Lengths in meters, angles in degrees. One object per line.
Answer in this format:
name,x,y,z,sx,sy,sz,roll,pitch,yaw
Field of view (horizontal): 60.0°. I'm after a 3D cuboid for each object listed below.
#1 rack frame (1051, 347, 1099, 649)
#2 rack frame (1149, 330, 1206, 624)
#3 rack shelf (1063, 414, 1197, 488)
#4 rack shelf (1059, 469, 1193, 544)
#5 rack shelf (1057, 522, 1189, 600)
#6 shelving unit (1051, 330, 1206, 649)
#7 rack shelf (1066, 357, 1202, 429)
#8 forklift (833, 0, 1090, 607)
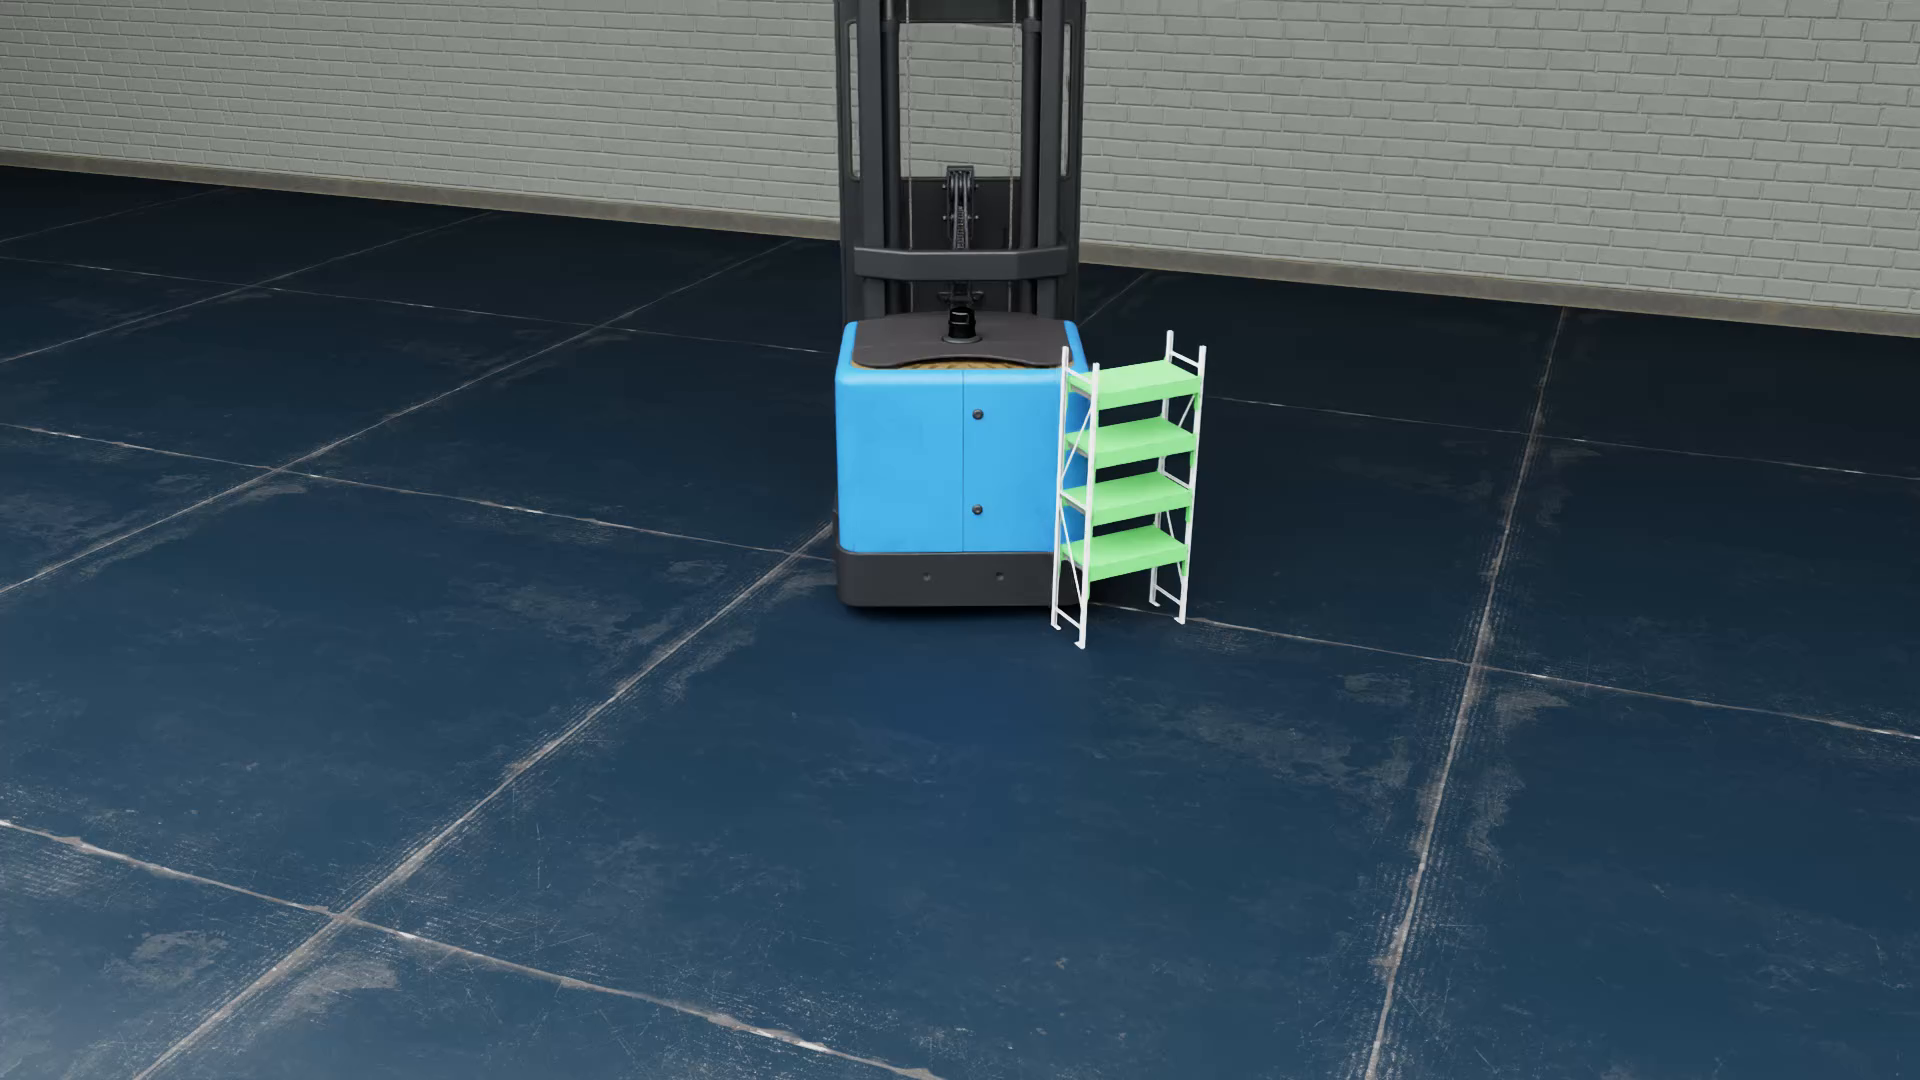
rack frame,0.449,-0.152,6.548,0.015,1.200,0.240,-12,27,-26
rack frame,0.879,-0.242,6.761,0.015,1.200,0.240,-12,27,-26
rack shelf,0.666,-0.358,6.582,0.480,0.148,0.258,-12,27,-26
rack shelf,0.663,-0.139,6.680,0.480,0.148,0.258,-12,27,-26
rack shelf,0.660,0.080,6.779,0.480,0.148,0.258,-12,27,-26
shelving unit,0.664,-0.197,6.654,0.503,1.200,0.258,-12,27,-26
rack shelf,0.670,-0.576,6.484,0.480,0.148,0.258,-12,27,-26
forklift,-0.004,-1.594,7.763,1.130,2.935,3.031,0,23,-1
